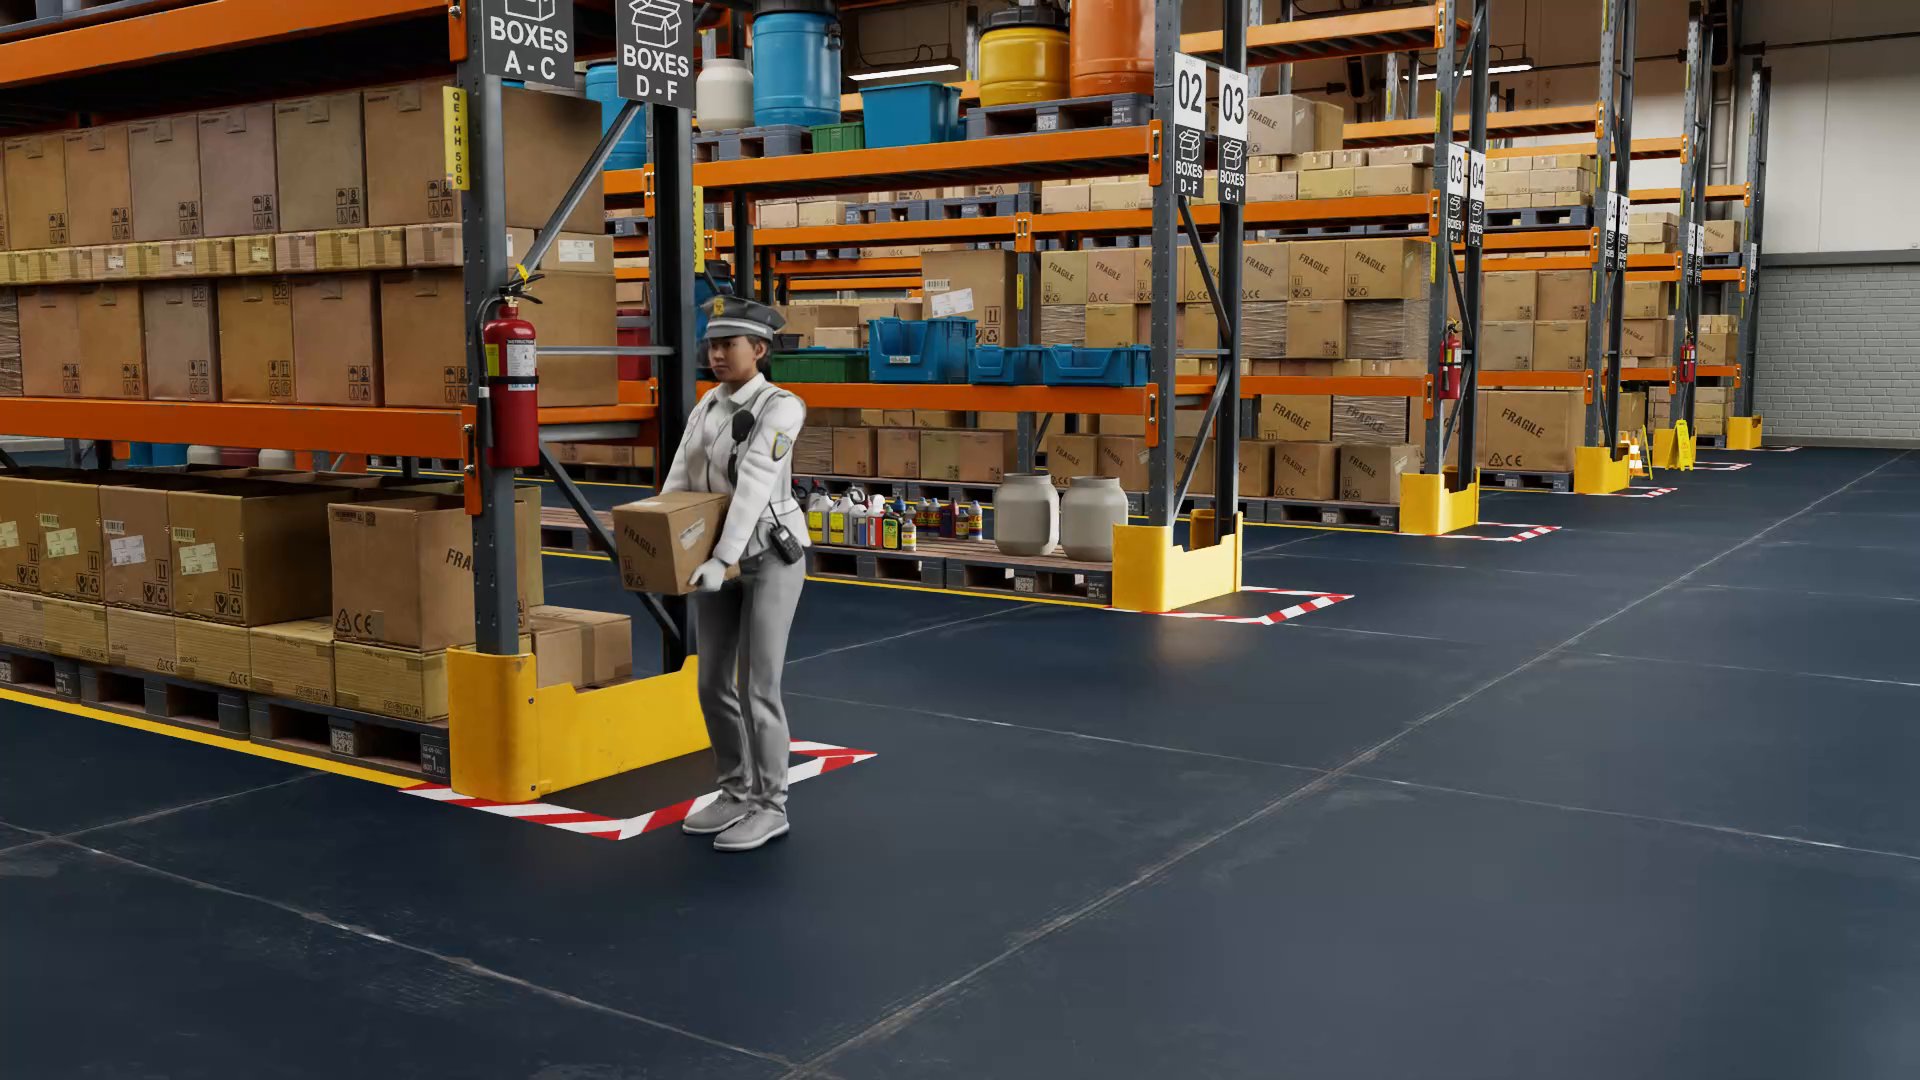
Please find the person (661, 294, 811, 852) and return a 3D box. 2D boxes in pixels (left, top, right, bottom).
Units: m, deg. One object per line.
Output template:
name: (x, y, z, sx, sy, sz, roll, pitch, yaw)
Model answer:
person: (-0.713, 0.098, 5.094, 0.416, 1.682, 0.521, 5, 8, 40)
